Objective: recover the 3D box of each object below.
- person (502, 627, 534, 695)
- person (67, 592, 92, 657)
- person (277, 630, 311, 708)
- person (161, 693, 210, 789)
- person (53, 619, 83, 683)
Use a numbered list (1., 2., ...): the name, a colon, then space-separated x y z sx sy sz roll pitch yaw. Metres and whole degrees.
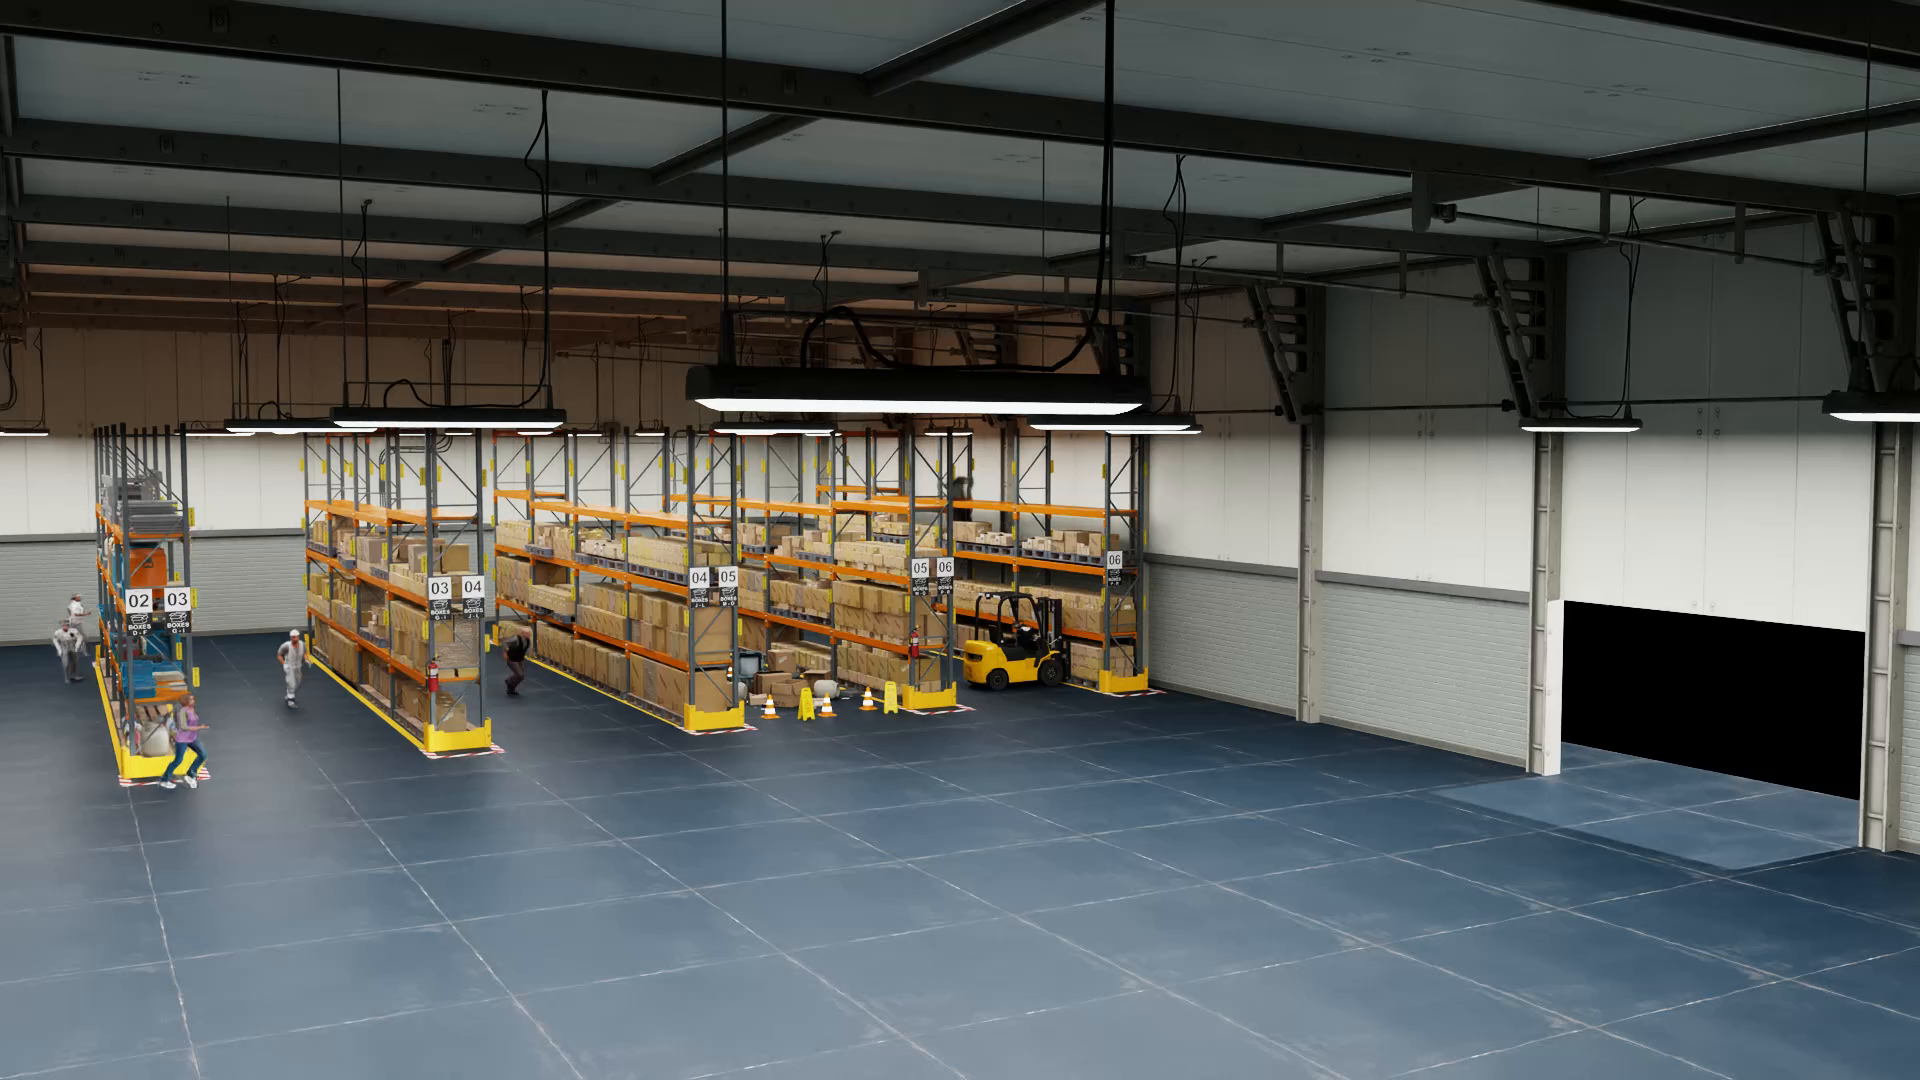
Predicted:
1. person: -9.864 2.708 37.044 0.829 1.548 0.693 2 4 35
2. person: -23.294 2.232 43.774 0.849 1.744 0.544 -1 4 -12
3. person: -14.235 2.732 35.456 0.884 1.698 0.679 2 4 34
4. person: -12.605 3.277 27.100 0.806 1.581 0.530 0 3 7
5. person: -20.973 2.598 39.129 0.653 1.528 0.823 -3 5 -41
